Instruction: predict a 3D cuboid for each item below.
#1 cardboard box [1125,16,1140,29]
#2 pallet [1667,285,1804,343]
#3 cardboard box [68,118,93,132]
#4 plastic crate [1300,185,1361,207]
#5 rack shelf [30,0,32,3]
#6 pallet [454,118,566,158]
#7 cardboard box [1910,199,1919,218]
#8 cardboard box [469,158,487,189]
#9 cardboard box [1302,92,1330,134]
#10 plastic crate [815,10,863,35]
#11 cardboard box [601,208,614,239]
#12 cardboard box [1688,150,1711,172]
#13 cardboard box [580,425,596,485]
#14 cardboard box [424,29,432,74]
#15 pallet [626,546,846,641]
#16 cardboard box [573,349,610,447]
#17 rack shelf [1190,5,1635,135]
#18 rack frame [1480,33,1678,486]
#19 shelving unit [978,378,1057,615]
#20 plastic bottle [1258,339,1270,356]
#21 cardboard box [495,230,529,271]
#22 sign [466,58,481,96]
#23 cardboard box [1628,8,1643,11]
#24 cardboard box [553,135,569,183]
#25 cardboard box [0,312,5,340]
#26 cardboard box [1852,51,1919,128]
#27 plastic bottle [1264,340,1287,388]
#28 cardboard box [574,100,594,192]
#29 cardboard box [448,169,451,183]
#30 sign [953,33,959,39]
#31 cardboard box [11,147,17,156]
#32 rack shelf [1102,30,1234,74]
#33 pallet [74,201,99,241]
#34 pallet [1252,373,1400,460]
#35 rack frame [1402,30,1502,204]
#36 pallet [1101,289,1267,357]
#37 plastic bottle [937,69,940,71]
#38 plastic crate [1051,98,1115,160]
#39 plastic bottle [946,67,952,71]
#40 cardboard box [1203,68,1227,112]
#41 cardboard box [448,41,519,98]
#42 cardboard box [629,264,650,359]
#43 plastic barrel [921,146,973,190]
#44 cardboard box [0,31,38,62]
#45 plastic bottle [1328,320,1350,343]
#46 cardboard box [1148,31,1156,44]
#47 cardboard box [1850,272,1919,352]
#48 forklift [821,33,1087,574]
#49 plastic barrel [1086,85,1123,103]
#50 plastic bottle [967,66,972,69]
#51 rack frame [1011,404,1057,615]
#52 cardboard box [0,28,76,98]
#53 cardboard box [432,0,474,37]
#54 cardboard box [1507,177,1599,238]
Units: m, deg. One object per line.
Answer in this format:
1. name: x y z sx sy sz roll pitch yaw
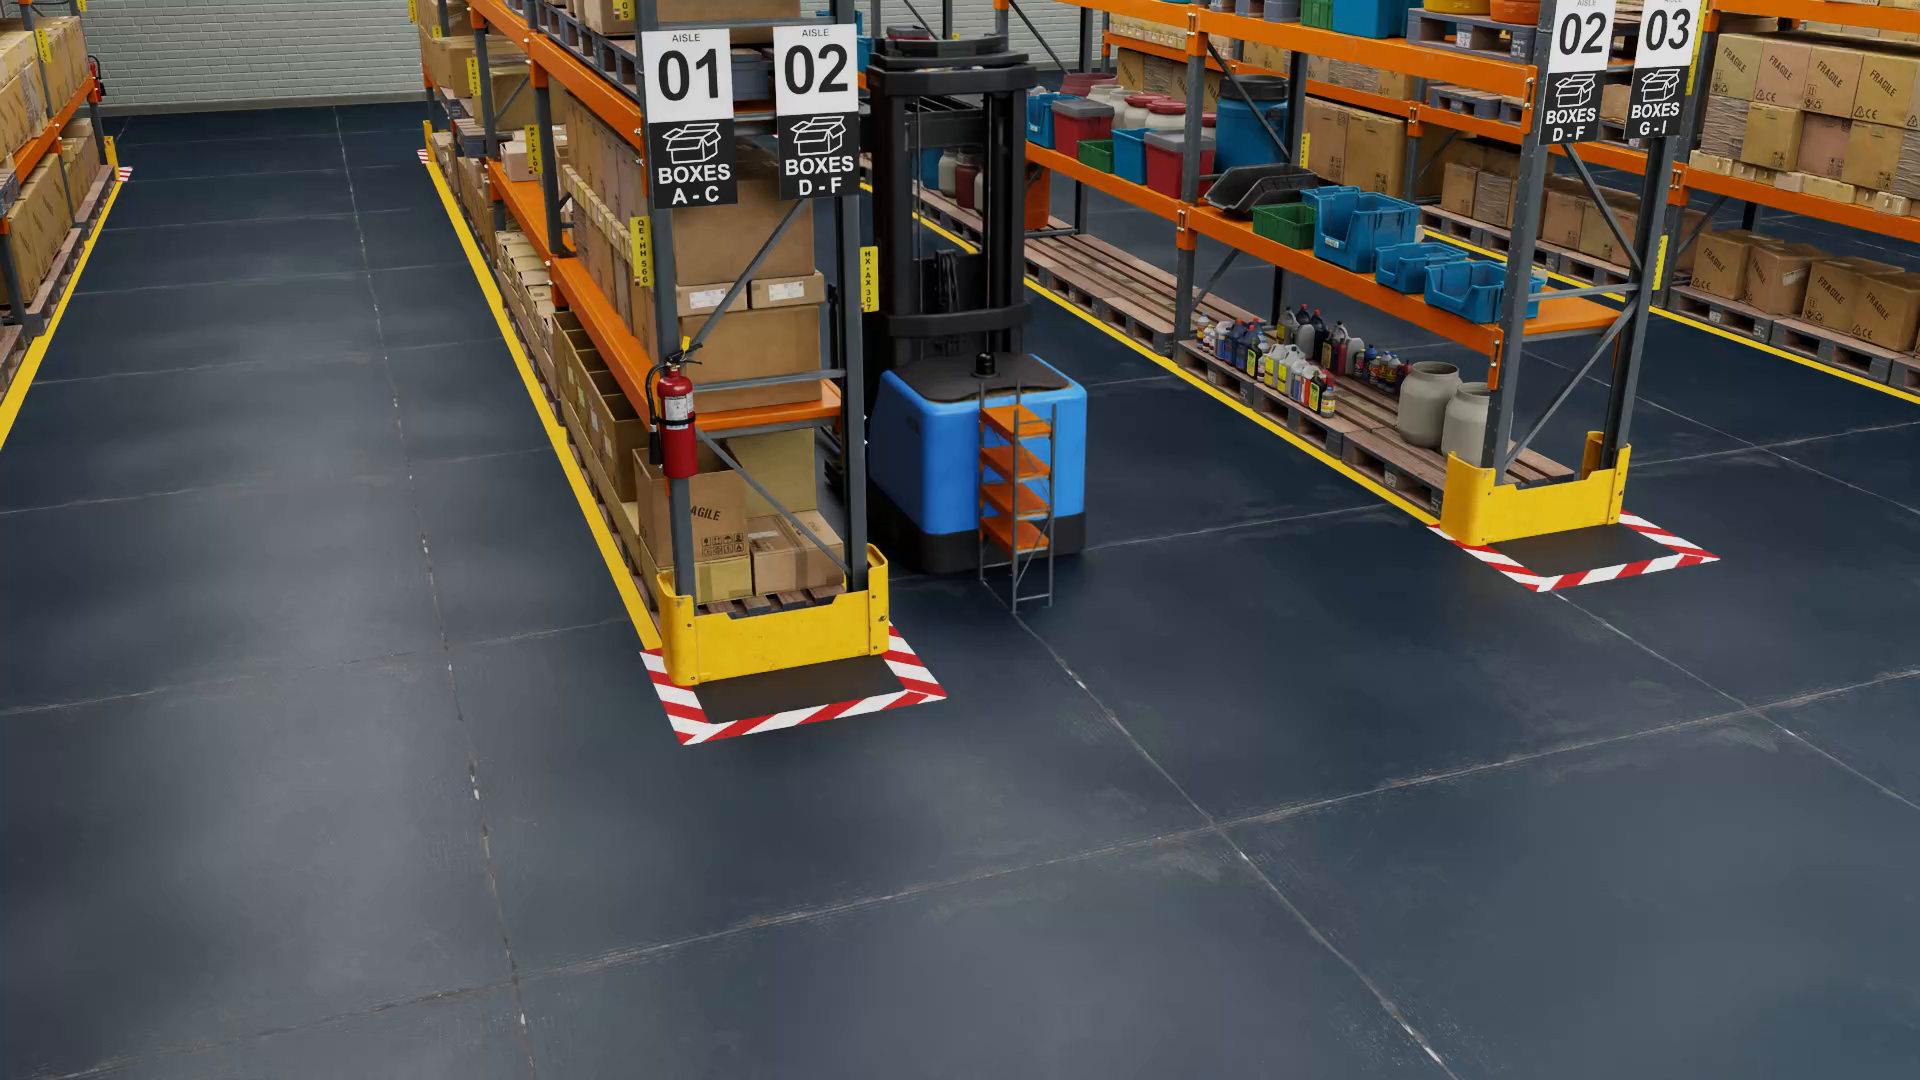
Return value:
1. cardboard box: 2.749 -7.620 24.277 0.500 0.250 0.500 -9 24 -20
2. pallet: 7.152 -2.067 14.882 1.003 0.211 1.213 -8 24 -19
3. cardboard box: -10.703 -4.991 20.071 0.380 0.149 0.250 -9 24 -20
4. plastic crate: 2.893 -2.478 12.459 0.499 0.251 0.616 -8 24 -19
5. rack shelf: -10.553 -6.237 18.249 1.077 0.370 4.000 -8 24 -19
6. pallet: -4.106 -3.835 15.734 1.213 0.211 1.003 -8 24 -19
7. cardboard box: 7.544 -2.549 12.759 0.380 0.149 0.250 -8 24 -19
8. cardboard box: -4.740 -3.782 17.047 0.500 0.250 0.500 -9 24 -20
9. cardboard box: 4.616 -5.158 20.821 1.225 0.875 0.875 -9 25 -21
10. plastic crate: -1.698 -7.220 23.394 0.616 0.435 0.499 -8 24 -19
11. cardboard box: -1.923 -1.892 9.912 0.380 0.149 0.250 -9 24 -19
12. cardboard box: 6.676 -3.356 14.674 0.380 0.149 0.250 -8 24 -19
13. cardboard box: -2.164 -0.585 10.775 0.500 0.250 0.500 -8 24 -19
14. cardboard box: -6.355 -6.073 20.667 0.500 0.500 0.500 -8 24 -19
15. pallet: -1.284 0.233 9.425 1.003 0.211 1.213 -8 24 -19
16. cardboard box: -2.163 -0.931 10.630 0.500 0.500 0.500 -8 24 -19
17. rack shelf: 2.954 -3.236 11.129 1.077 0.370 4.000 -8 24 -19
18. rack frame: 3.661 -1.458 9.848 1.000 3.000 0.127 -8 24 -19
19. shelving unit: 0.312 -0.245 9.285 0.258 1.200 0.503 -9 24 -20
20. plastic bottle: 2.298 -1.390 12.632 0.097 0.271 0.097 0 23 0
21. cardboard box: -3.890 -2.641 14.931 0.500 0.311 0.500 -7 24 -17
22. sign: -4.305 -4.106 14.741 0.100 0.325 0.005 -8 24 -19
23. cardboard box: 8.898 -6.818 21.580 0.380 0.149 0.250 -7 24 -17
24. cardboard box: -3.007 -2.934 13.221 0.500 0.500 0.500 -8 24 -19
25. cardboard box: -8.130 -1.802 13.315 0.700 0.500 0.500 -8 24 -18
26. cardboard box: 7.344 -3.493 12.877 0.500 0.500 0.500 -8 24 -19
27. plastic bottle: 2.362 -1.320 12.365 0.144 0.351 0.185 -9 24 -19
28. cardboard box: -2.045 -2.533 10.600 0.700 0.500 0.500 -8 24 -19
29. cardboard box: -5.869 -4.325 19.754 0.380 0.149 0.250 -8 24 -19
30. sign: -0.063 -6.021 20.316 0.100 0.325 0.005 -8 24 -19
31. cardboard box: -8.885 -3.606 15.242 0.380 0.149 0.250 -8 24 -19
32. rack shelf: 3.349 -6.893 23.669 1.077 0.370 4.000 -8 24 -19
33. pallet: -10.042 -3.461 18.190 1.003 0.211 1.213 -8 24 -19
34. pallet: 2.881 -0.933 12.191 1.003 0.211 1.213 -8 24 -19
35. rack frame: 5.468 -5.045 18.357 1.000 3.000 0.127 -8 24 -19
36. pallet: 1.934 -1.907 14.502 1.003 0.211 1.213 -8 24 -19
37. plastic bottle: -0.241 -5.025 18.374 0.144 0.351 0.185 -8 24 -19
38. plastic crate: 1.119 -3.765 15.239 0.402 0.464 0.583 -8 24 -19
39. plastic bottle: -0.082 -5.487 19.469 0.144 0.351 0.185 -8 24 -19
40. cardboard box: 3.897 -5.963 22.731 0.875 0.875 0.875 -8 24 -19
41. cardboard box: -4.953 -4.936 17.429 0.700 0.500 0.500 -5 23 -11
42. cardboard box: -1.487 -1.369 9.507 0.700 0.500 0.500 -8 24 -19
43. plastic barrel: -0.152 -4.588 19.434 0.600 0.901 0.708 -8 24 -19
44. cardboard box: -9.442 -4.862 16.421 0.500 0.250 0.500 -8 24 -18
45. plastic bottle: 2.927 -1.512 12.820 0.144 0.351 0.185 -8 24 -19
46. cardboard box: 2.915 -7.194 23.781 0.380 0.149 0.250 -9 24 -20
47. cardboard box: 7.643 -1.851 13.458 0.500 0.500 0.500 -6 24 -14
48. forklift: -0.258 -1.698 10.505 1.130 2.935 3.031 -9 24 -20
49. plastic barrel: 1.398 -4.072 15.905 0.421 0.512 0.421 0 23 0
50. plastic bottle: 0.118 -5.439 19.357 0.144 0.351 0.185 -8 24 -19
51. rack frame: 0.401 -0.156 9.076 0.240 1.200 0.015 -9 24 -20
52. cardboard box: -10.542 -5.326 18.637 0.980 0.700 0.700 -10 25 -22
53. cardboard box: -5.635 -5.795 18.721 0.500 0.500 0.500 -8 24 -19
54. cardboard box: 6.138 -3.450 17.225 0.700 0.500 0.500 -6 24 -15
